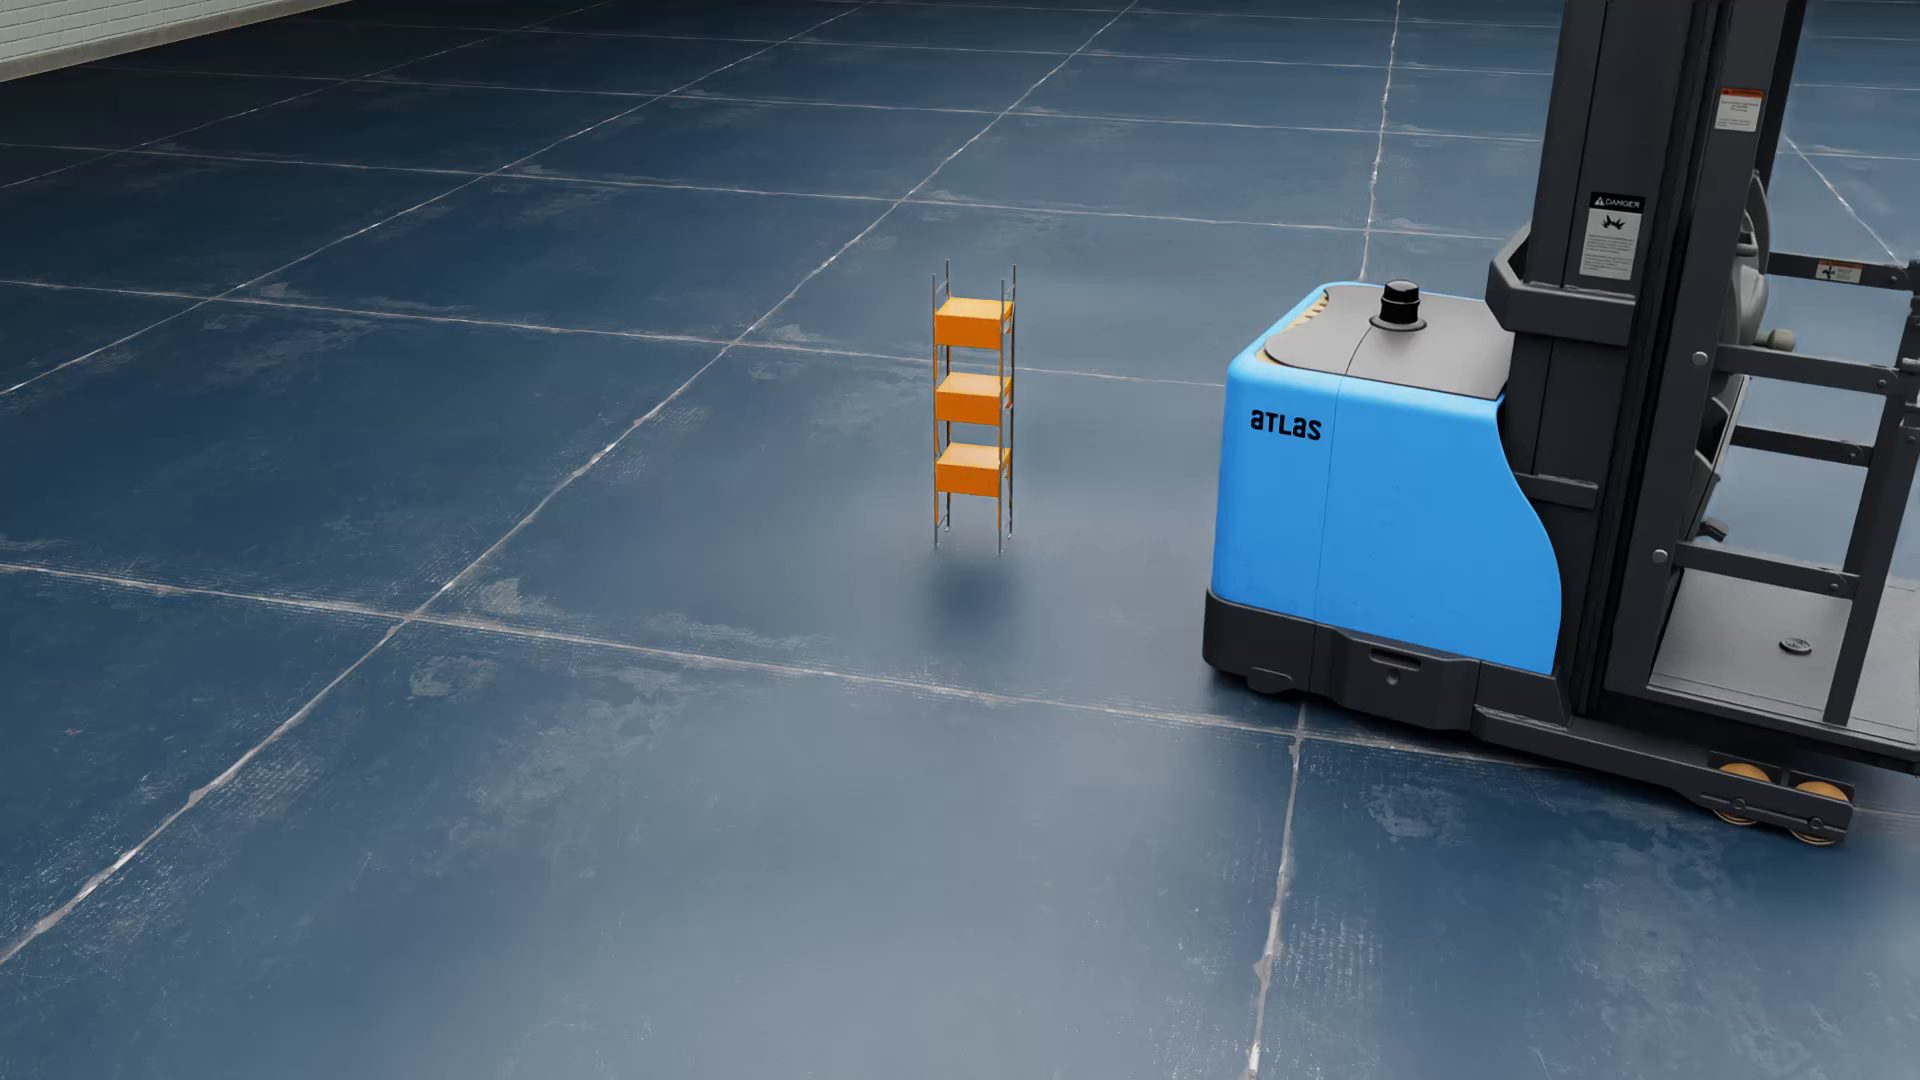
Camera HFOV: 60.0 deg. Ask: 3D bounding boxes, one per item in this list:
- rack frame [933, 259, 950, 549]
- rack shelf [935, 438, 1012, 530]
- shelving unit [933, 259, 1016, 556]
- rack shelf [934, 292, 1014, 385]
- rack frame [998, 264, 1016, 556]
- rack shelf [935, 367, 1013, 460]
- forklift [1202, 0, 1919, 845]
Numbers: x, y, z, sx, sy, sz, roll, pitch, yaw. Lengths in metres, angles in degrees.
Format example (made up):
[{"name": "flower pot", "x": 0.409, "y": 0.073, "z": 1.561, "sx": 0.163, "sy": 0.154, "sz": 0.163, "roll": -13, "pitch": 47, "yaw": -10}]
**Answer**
[{"name": "rack frame", "x": -0.066, "y": -0.481, "z": 6.040, "sx": 0.008, "sy": 1.050, "sz": 0.200, "roll": 6, "pitch": 26, "yaw": 13}, {"name": "rack shelf", "x": 0.052, "y": -0.208, "z": 6.136, "sx": 0.240, "sy": 0.259, "sz": 0.215, "roll": 6, "pitch": 26, "yaw": 13}, {"name": "shelving unit", "x": 0.052, "y": -0.468, "z": 6.012, "sx": 0.252, "sy": 1.050, "sz": 0.215, "roll": 6, "pitch": 26, "yaw": 13}, {"name": "rack shelf", "x": 0.052, "y": -0.715, "z": 5.895, "sx": 0.240, "sy": 0.259, "sz": 0.215, "roll": 6, "pitch": 26, "yaw": 13}, {"name": "rack frame", "x": 0.170, "y": -0.455, "z": 5.985, "sx": 0.008, "sy": 1.050, "sz": 0.200, "roll": 6, "pitch": 26, "yaw": 13}, {"name": "rack shelf", "x": 0.052, "y": -0.459, "z": 6.017, "sx": 0.240, "sy": 0.259, "sz": 0.215, "roll": 6, "pitch": 26, "yaw": 13}, {"name": "forklift", "x": 2.317, "y": -0.758, "z": 4.432, "sx": 3.031, "sy": 2.935, "sz": 1.130, "roll": 13, "pitch": 28, "yaw": 25}]
